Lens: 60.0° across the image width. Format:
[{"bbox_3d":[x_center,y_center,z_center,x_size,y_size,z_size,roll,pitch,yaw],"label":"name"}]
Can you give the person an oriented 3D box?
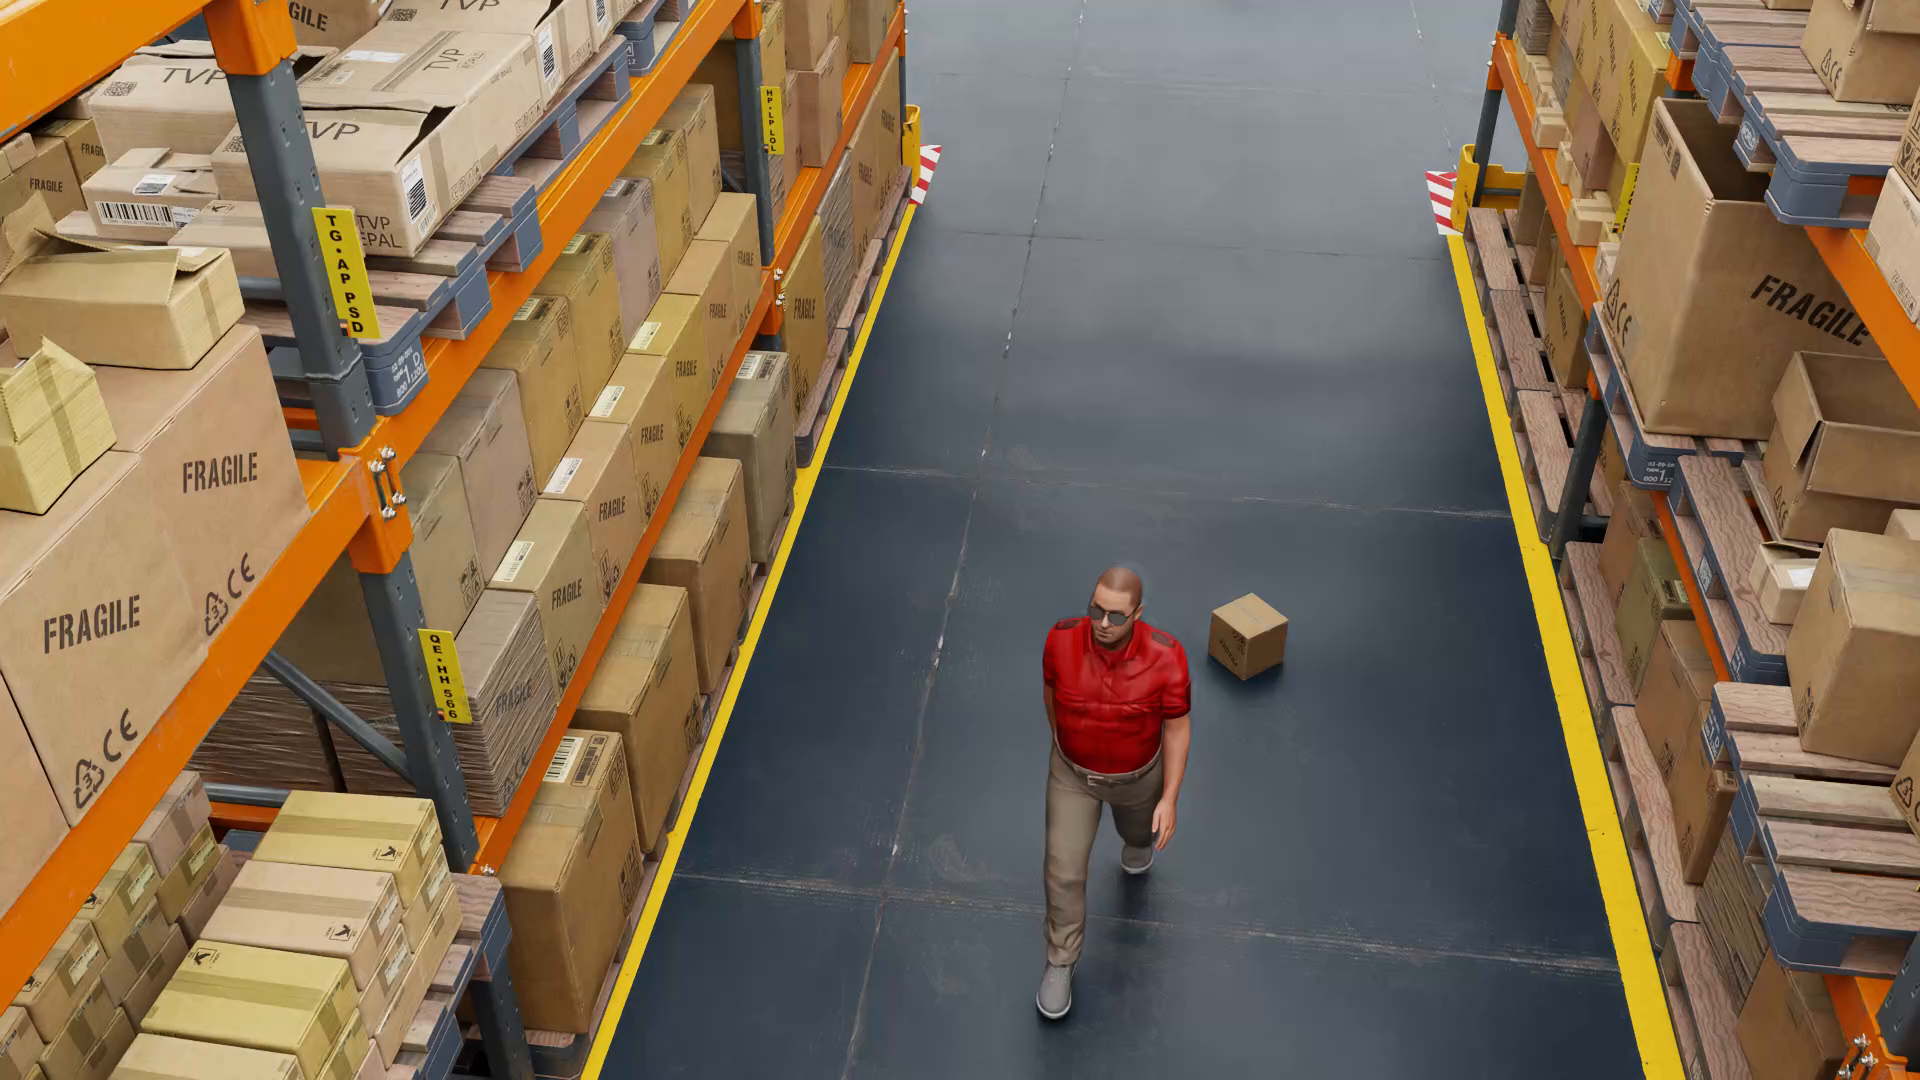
[{"bbox_3d":[0.539,0.798,5.943,0.541,1.673,1.021,7,36,9],"label":"person"}]
